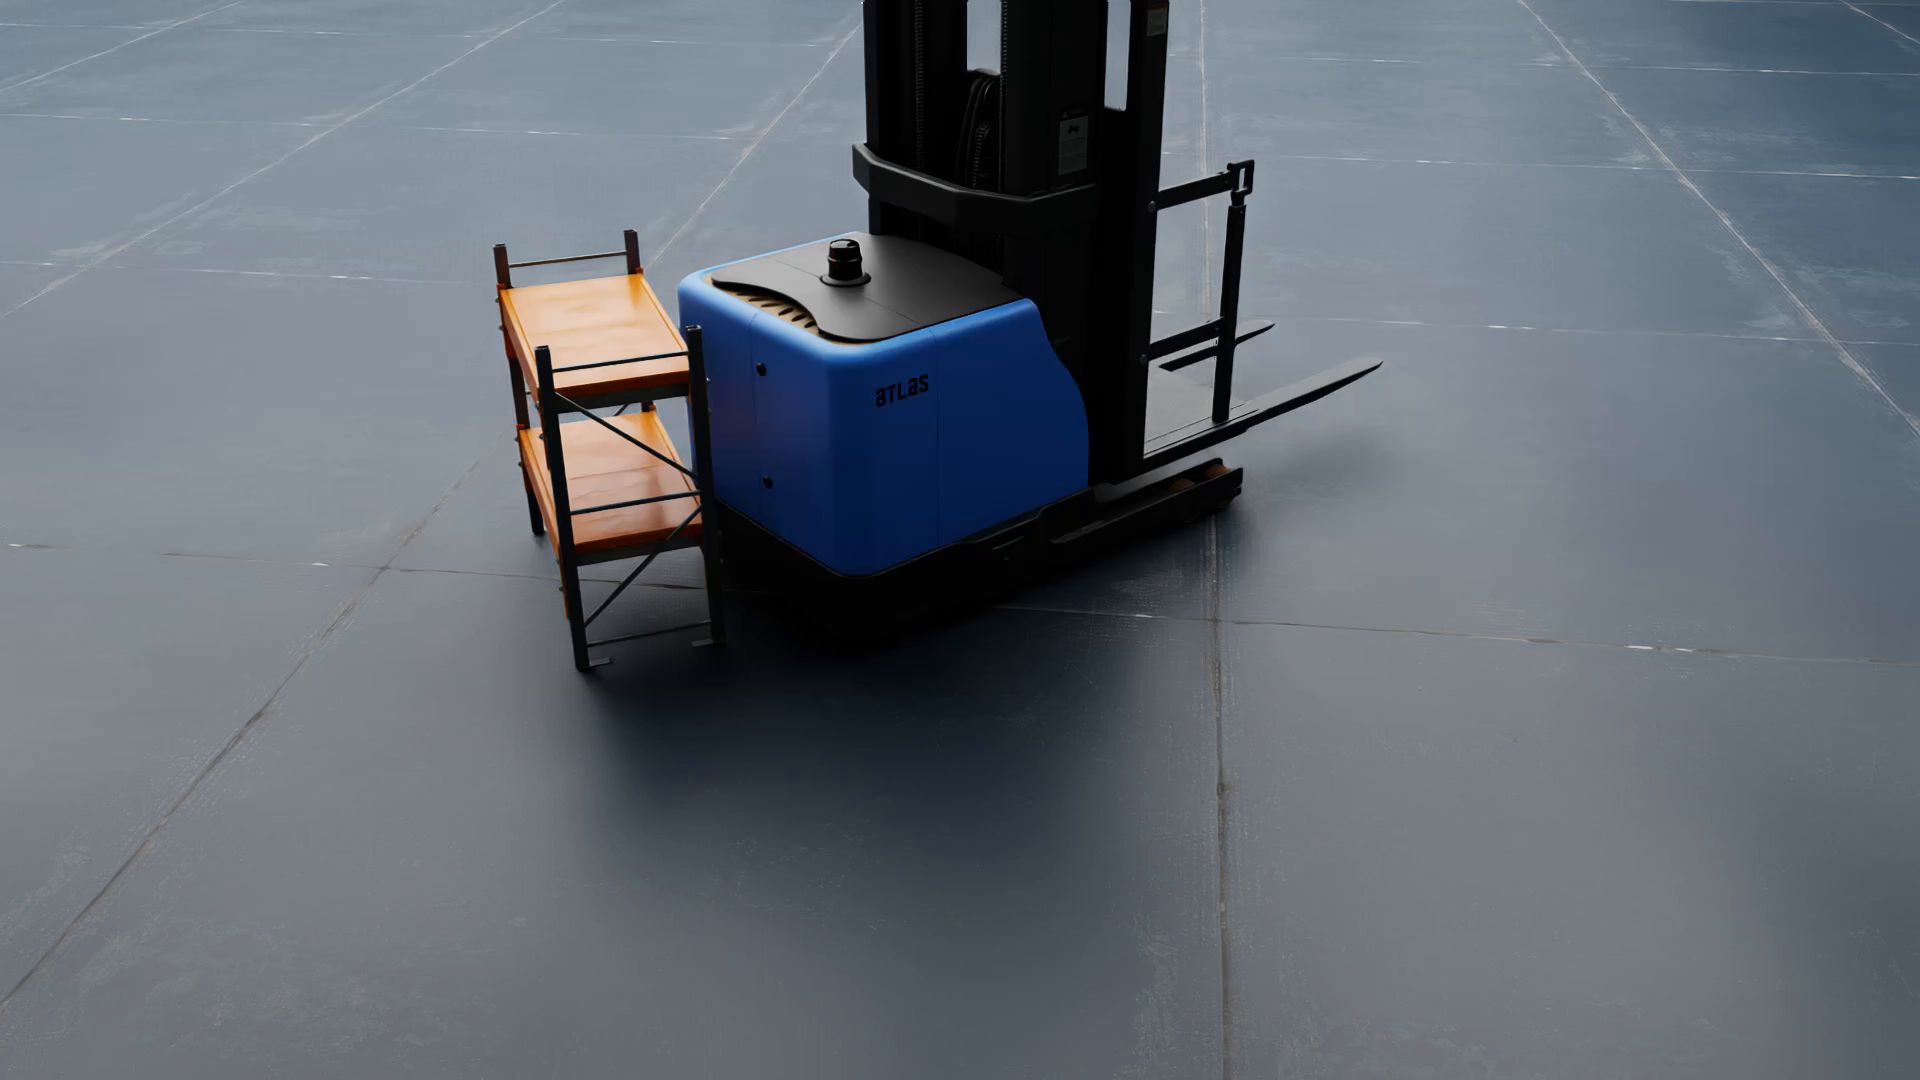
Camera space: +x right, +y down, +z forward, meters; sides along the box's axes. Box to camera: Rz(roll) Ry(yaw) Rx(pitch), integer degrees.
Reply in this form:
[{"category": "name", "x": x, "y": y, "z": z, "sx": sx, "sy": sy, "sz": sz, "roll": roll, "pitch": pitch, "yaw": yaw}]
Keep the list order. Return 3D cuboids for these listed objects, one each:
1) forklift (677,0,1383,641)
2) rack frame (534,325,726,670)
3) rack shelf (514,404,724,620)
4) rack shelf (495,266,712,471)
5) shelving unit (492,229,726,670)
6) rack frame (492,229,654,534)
[{"category": "forklift", "x": 0.470, "y": -1.527, "z": 5.993, "sx": 3.031, "sy": 2.935, "sz": 1.130, "roll": -22, "pitch": 35, "yaw": -35}, {"category": "rack frame", "x": -1.029, "y": -0.116, "z": 5.279, "sx": 0.500, "sy": 1.125, "sz": 0.032, "roll": -10, "pitch": 30, "yaw": -18}, {"category": "rack shelf", "x": -1.208, "y": -0.126, "z": 5.814, "sx": 0.538, "sy": 0.278, "sz": 1.000, "roll": -10, "pitch": 30, "yaw": -18}, {"category": "rack shelf", "x": -1.208, "y": -0.599, "z": 5.559, "sx": 0.538, "sy": 0.278, "sz": 1.000, "roll": -10, "pitch": 30, "yaw": -18}, {"category": "shelving unit", "x": -1.208, "y": -0.341, "z": 5.698, "sx": 0.538, "sy": 1.125, "sz": 1.048, "roll": -10, "pitch": 30, "yaw": -18}, {"category": "rack frame", "x": -1.388, "y": -0.567, "z": 6.116, "sx": 0.500, "sy": 1.125, "sz": 0.032, "roll": -10, "pitch": 30, "yaw": -18}]
